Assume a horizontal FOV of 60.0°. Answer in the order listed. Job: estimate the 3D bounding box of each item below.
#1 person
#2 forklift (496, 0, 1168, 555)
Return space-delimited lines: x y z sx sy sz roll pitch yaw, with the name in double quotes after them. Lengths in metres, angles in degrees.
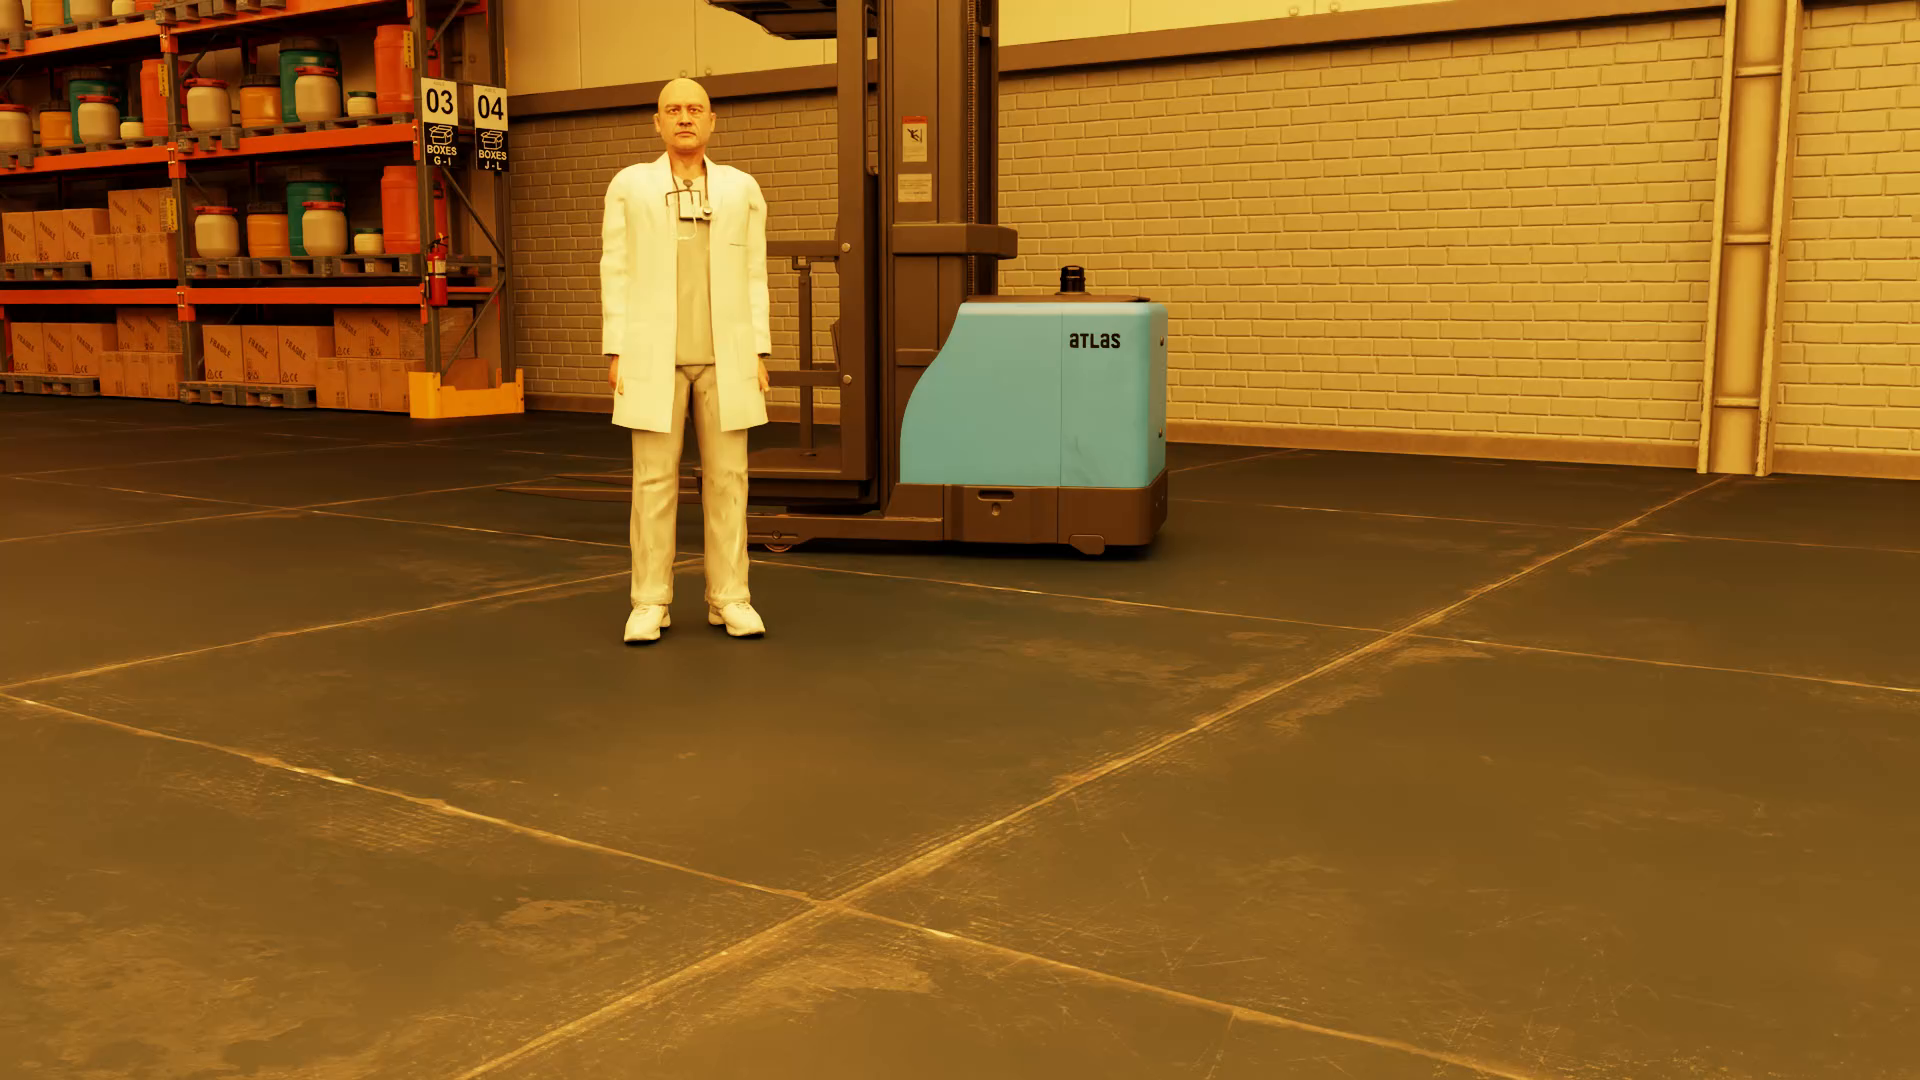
-0.868 -0.578 5.346 0.548 1.781 0.399 -2 8 -16 "person"
-0.596 -1.469 7.520 3.031 2.935 1.130 2 8 12 "forklift"
